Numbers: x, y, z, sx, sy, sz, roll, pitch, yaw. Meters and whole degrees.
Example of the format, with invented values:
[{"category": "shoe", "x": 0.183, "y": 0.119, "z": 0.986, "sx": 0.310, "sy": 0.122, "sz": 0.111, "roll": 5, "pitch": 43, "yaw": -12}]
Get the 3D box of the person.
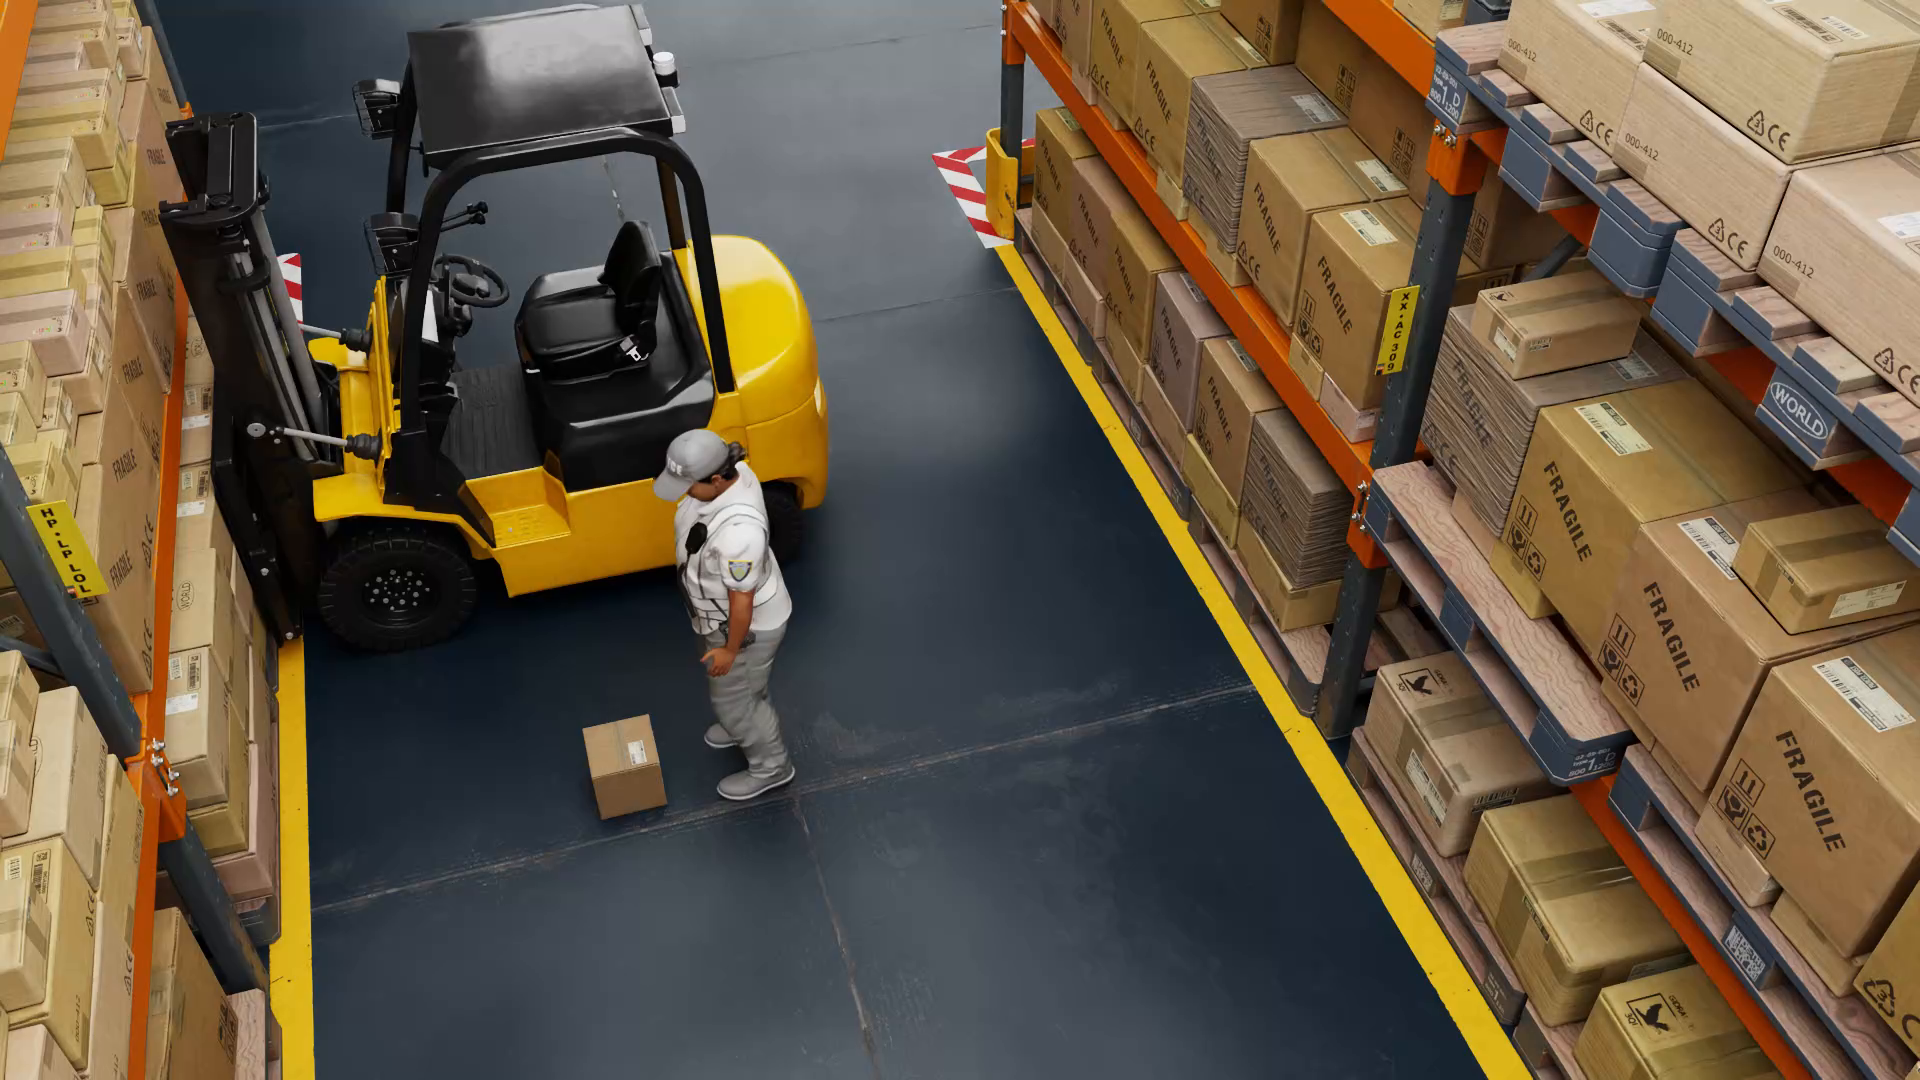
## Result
[{"category": "person", "x": -0.794, "y": 0.269, "z": 5.901, "sx": 0.388, "sy": 1.628, "sz": 0.478, "roll": -11, "pitch": 44, "yaw": -12}]
